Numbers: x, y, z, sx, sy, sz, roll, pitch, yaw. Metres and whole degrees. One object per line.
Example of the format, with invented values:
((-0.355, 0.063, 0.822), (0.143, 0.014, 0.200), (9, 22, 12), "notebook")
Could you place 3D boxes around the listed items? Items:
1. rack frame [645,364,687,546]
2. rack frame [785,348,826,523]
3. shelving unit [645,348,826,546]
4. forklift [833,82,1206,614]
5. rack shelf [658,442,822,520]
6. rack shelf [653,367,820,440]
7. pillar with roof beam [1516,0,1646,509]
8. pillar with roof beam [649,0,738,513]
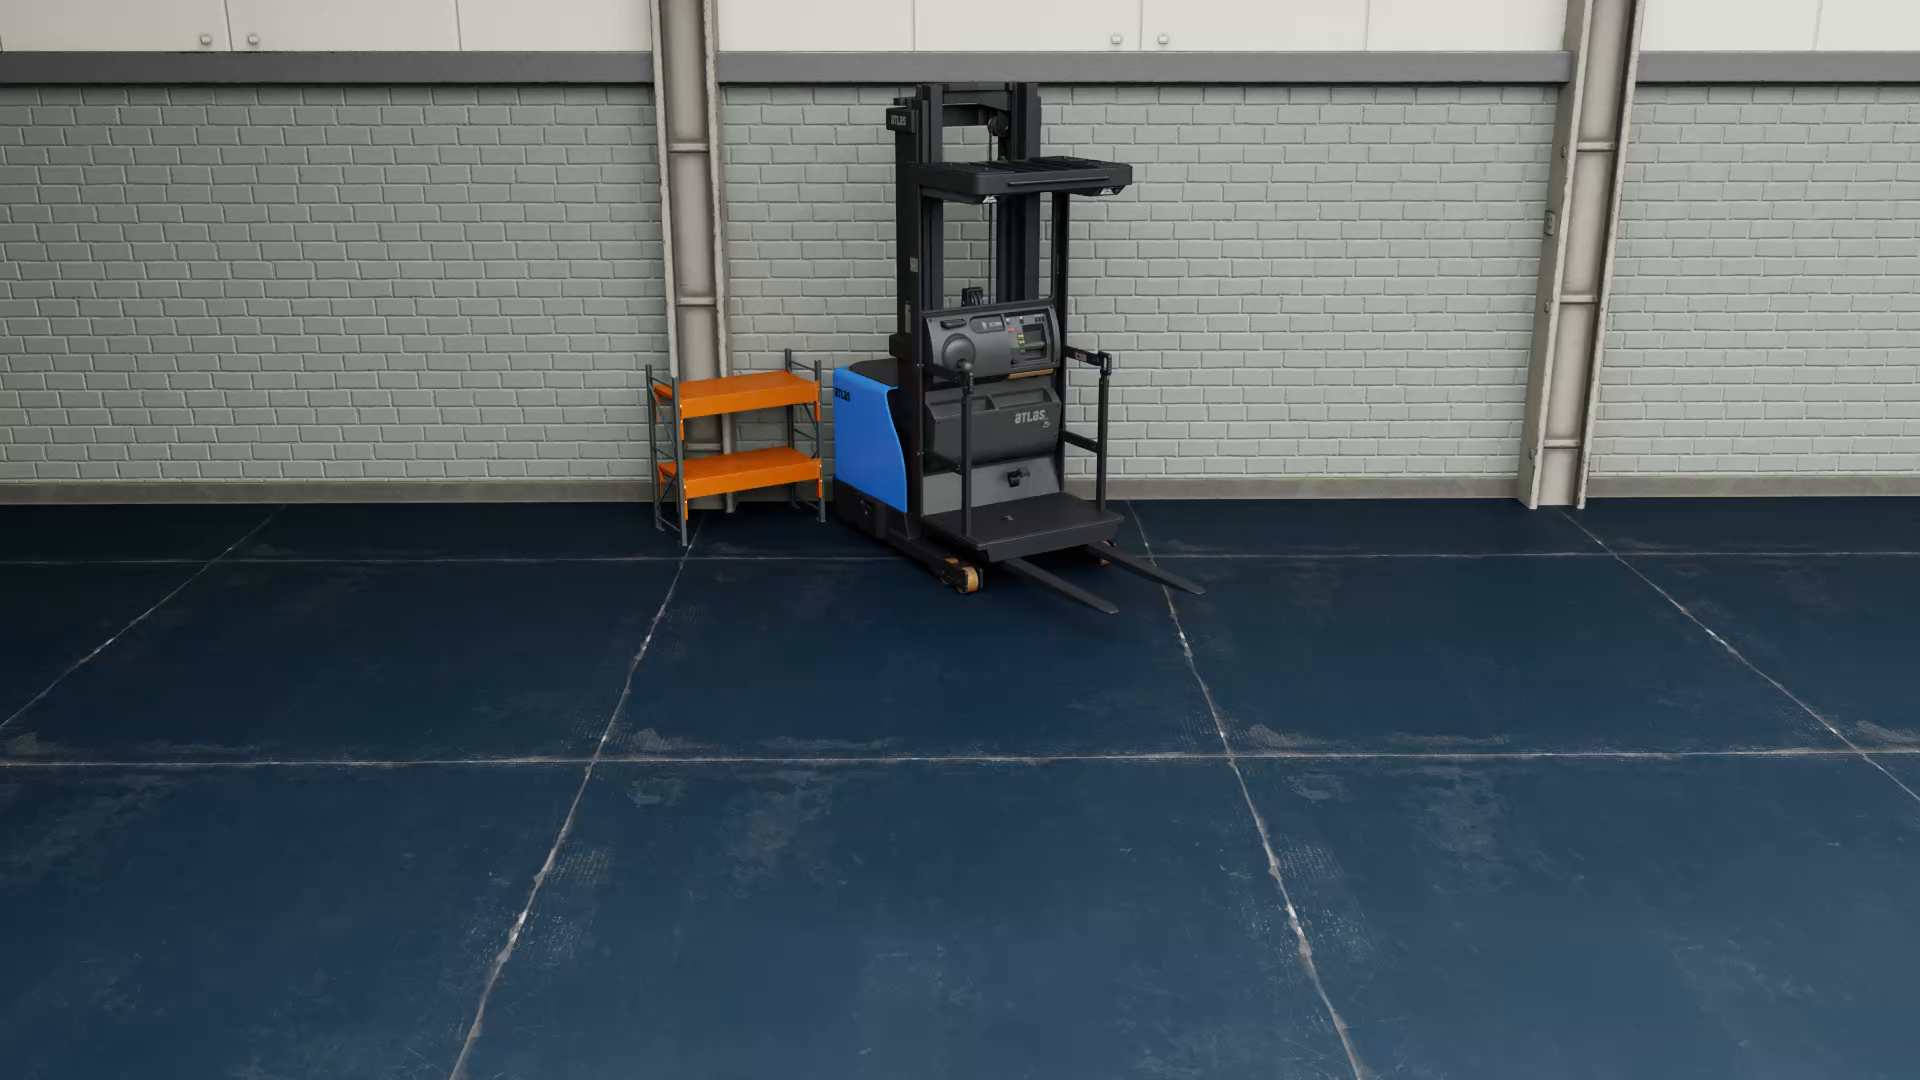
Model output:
((-1.936, -0.562, 10.957), (0.032, 1.125, 0.500), (-11, 21, -30), "rack frame")
((-1.068, -0.723, 11.461), (0.032, 1.125, 0.500), (-11, 21, -30), "rack frame")
((-1.502, -0.643, 11.209), (1.048, 1.125, 0.538), (-11, 21, -30), "shelving unit")
((0.322, -1.233, 10.093), (1.130, 2.935, 3.031), (-10, 21, -30), "forklift")
((-1.502, -0.410, 11.284), (1.000, 0.278, 0.538), (-11, 21, -30), "rack shelf")
((-1.502, -0.921, 11.120), (1.000, 0.278, 0.538), (-11, 21, -30), "rack shelf")
((4.281, -3.239, 6.413), (0.400, 9.000, 9.100), (0, 18, -1), "pillar with roof beam")
((-1.718, -3.210, 6.322), (0.400, 9.000, 9.100), (0, 18, -1), "pillar with roof beam")
